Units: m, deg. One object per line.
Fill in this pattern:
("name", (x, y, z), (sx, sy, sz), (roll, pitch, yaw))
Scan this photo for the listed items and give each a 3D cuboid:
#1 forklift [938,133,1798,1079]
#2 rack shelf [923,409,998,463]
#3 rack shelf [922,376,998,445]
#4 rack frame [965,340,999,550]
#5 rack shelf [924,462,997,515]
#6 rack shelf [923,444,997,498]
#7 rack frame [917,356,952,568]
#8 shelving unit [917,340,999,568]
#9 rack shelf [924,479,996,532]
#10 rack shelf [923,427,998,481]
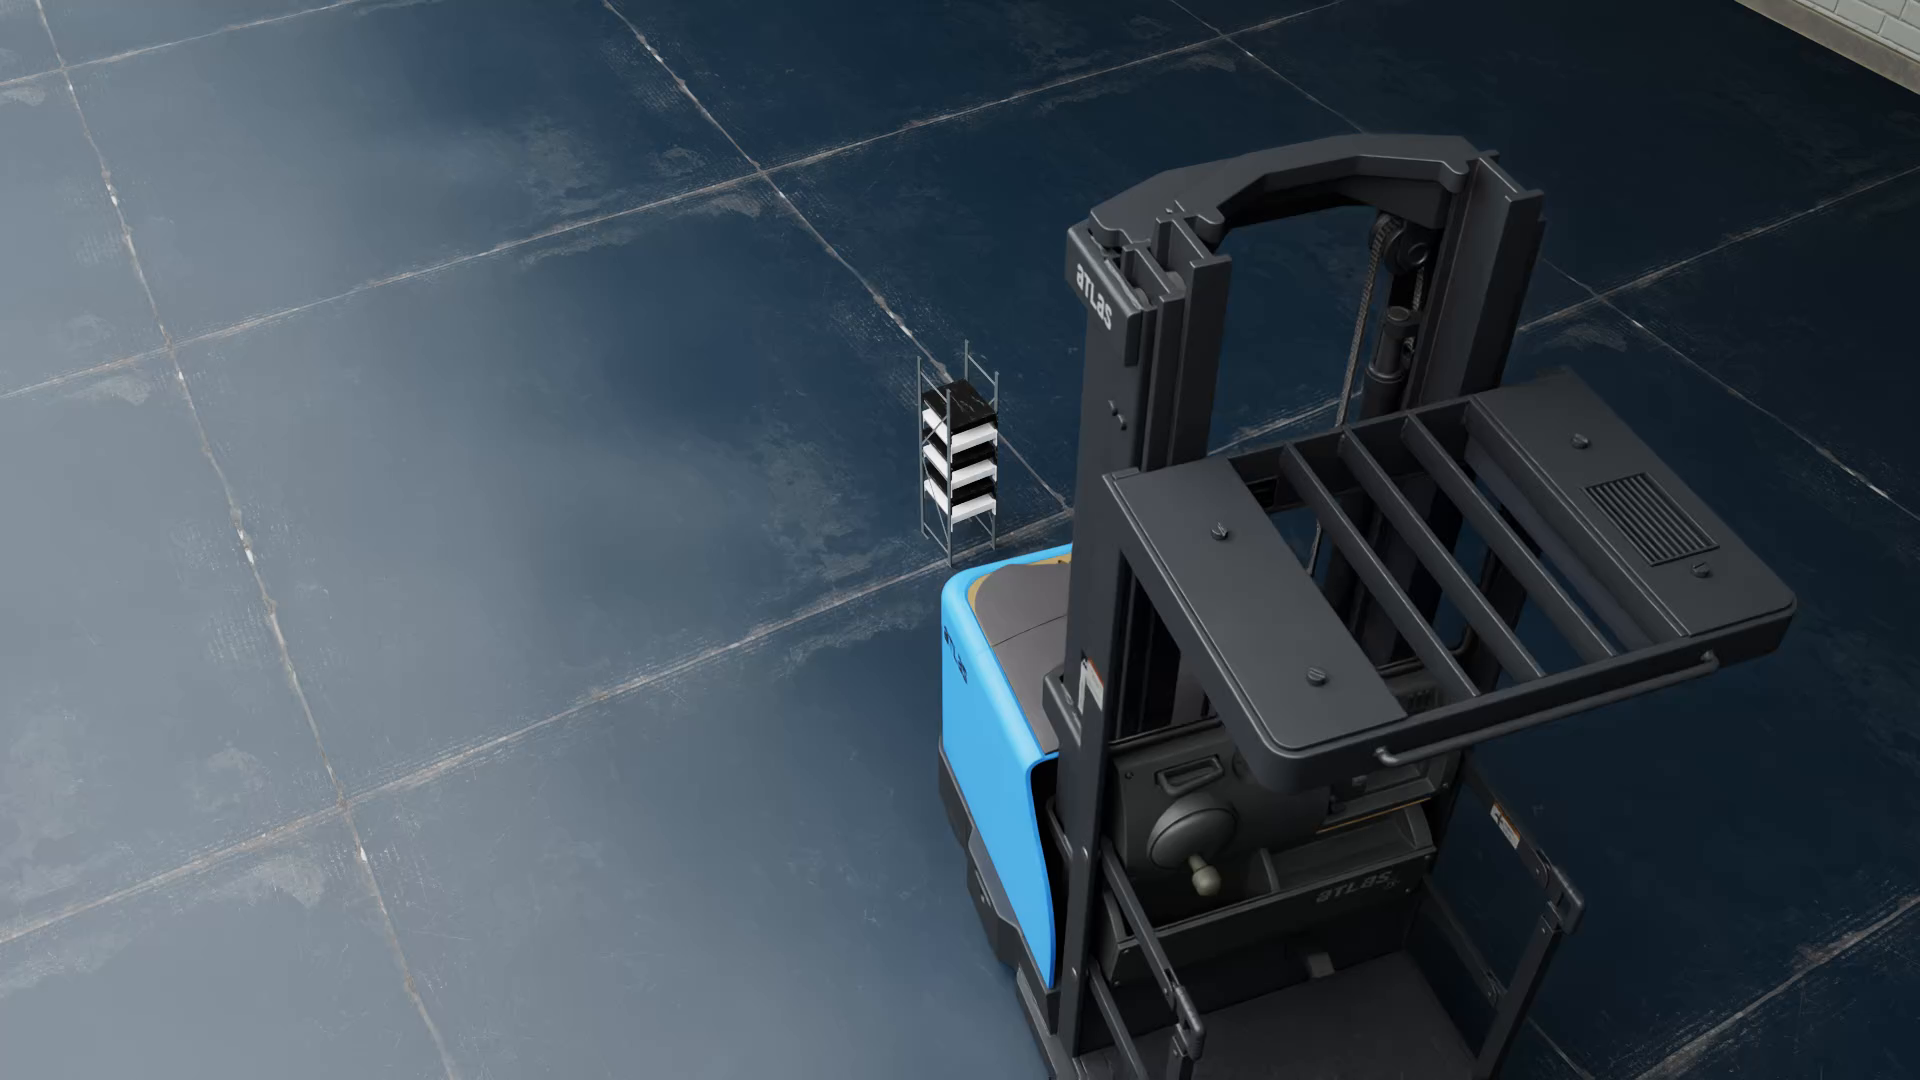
("forklift", (0.894, 0.683, 3.941), (1.130, 2.935, 3.031), (-14, 46, -14))
("rack shelf", (-0.007, -0.425, 6.332), (0.200, 0.077, 0.258), (-22, 48, -21))
("rack shelf", (-0.007, -0.490, 6.269), (0.200, 0.077, 0.258), (-22, 48, -21))
("rack frame", (0.081, -0.355, 6.470), (0.006, 0.900, 0.240), (-22, 48, -21))
("rack shelf", (-0.007, -0.232, 6.520), (0.200, 0.077, 0.258), (-22, 48, -21))
("rack shelf", (-0.007, -0.296, 6.457), (0.200, 0.077, 0.258), (-22, 48, -21))
("rack frame", (-0.095, -0.285, 6.397), (0.006, 0.900, 0.240), (-22, 48, -21))
("shelving unit", (-0.007, -0.320, 6.434), (0.210, 0.900, 0.258), (-22, 48, -21))
("rack shelf", (-0.007, -0.167, 6.582), (0.200, 0.077, 0.258), (-22, 48, -21))
("rack shelf", (-0.007, -0.361, 6.394), (0.200, 0.077, 0.258), (-22, 48, -21))
